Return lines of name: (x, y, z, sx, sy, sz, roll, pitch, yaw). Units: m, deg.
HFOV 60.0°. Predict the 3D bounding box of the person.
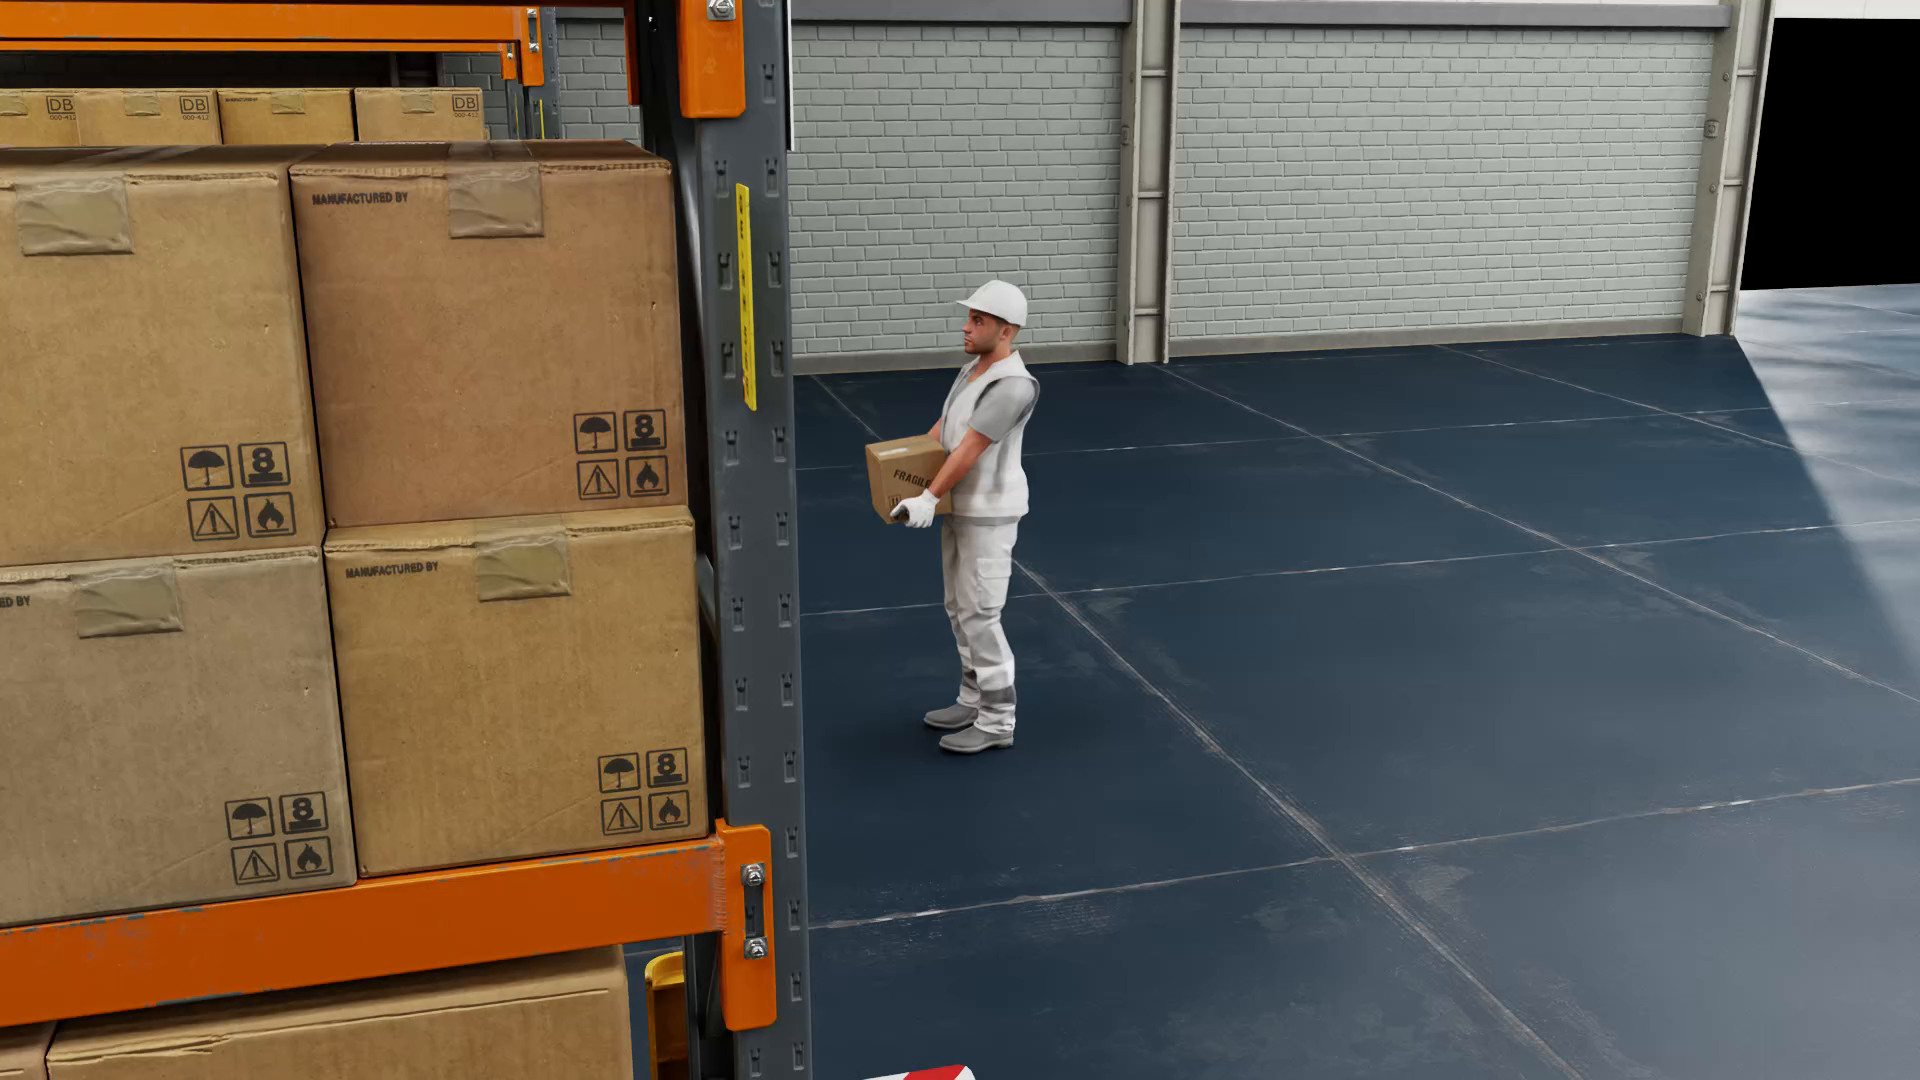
person: (-0.016, -0.079, 6.272, 0.558, 1.783, 0.494, -4, 16, -14)
